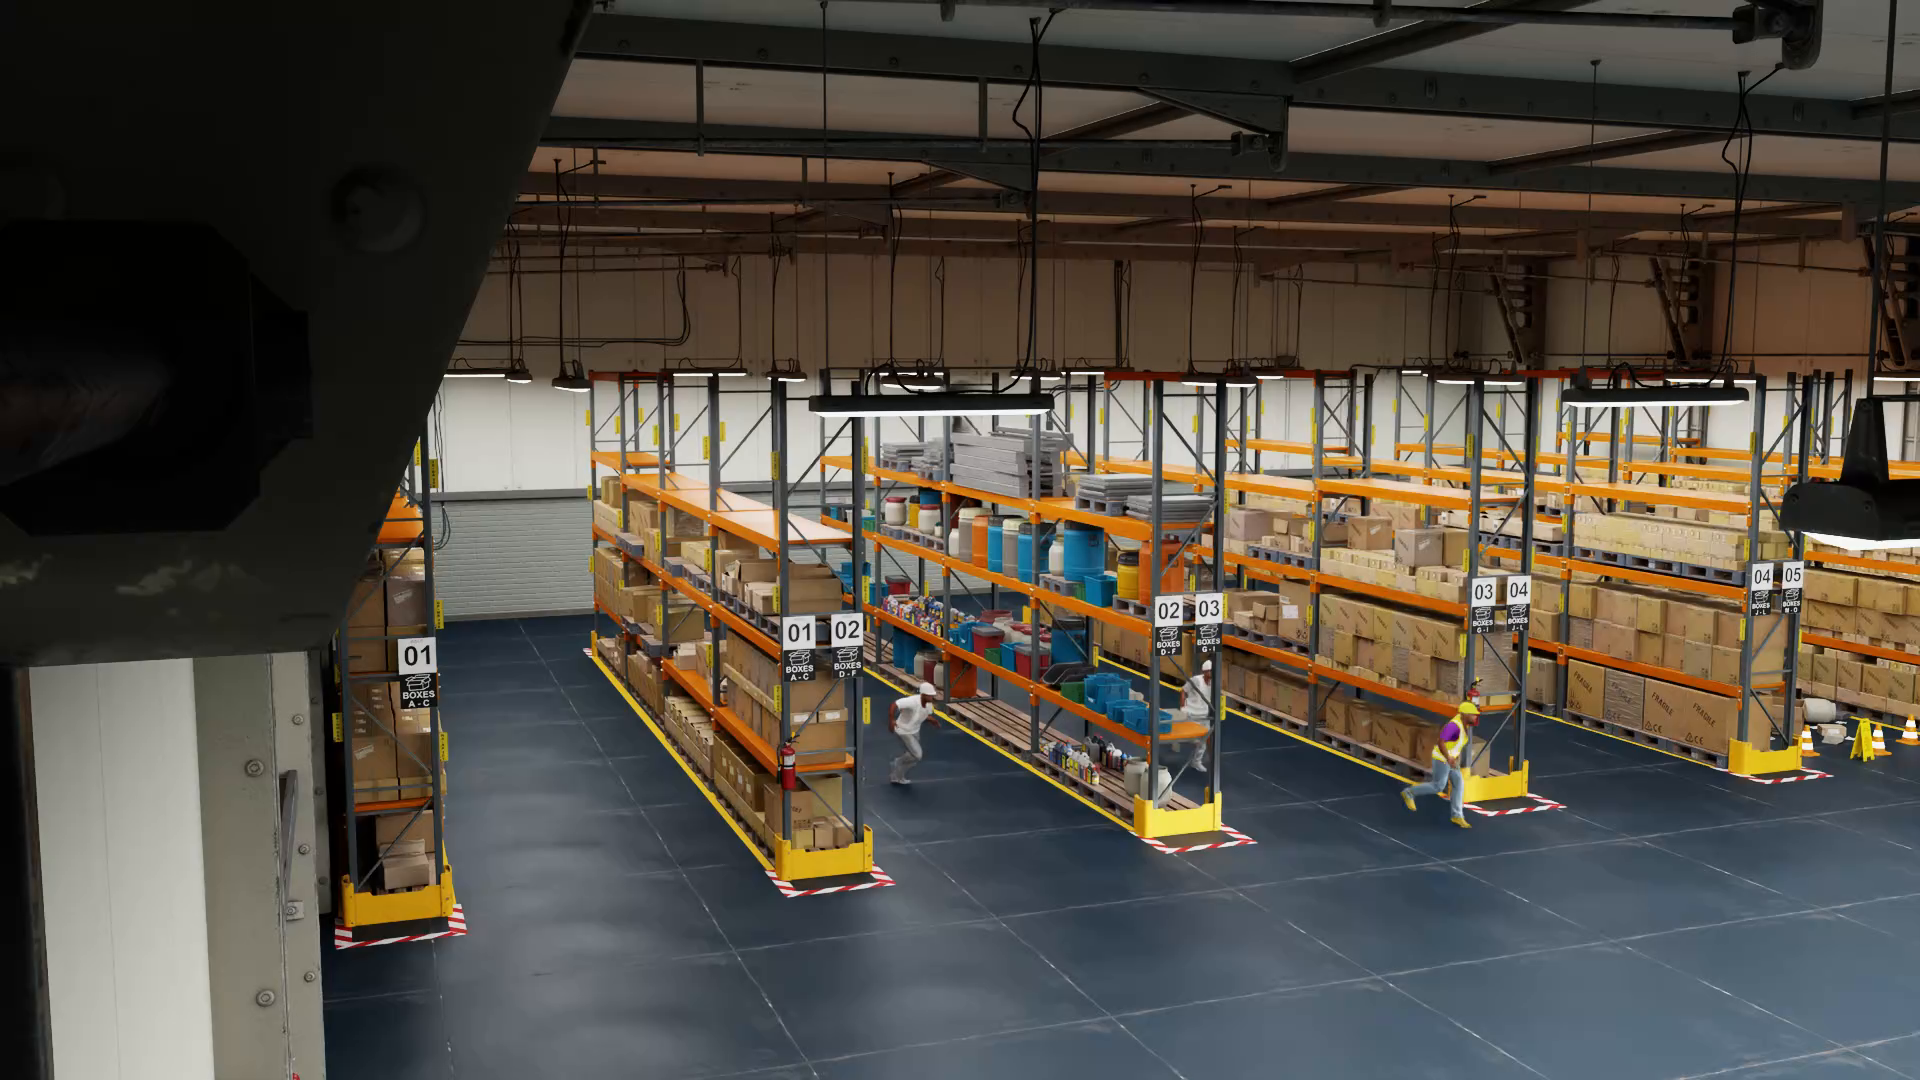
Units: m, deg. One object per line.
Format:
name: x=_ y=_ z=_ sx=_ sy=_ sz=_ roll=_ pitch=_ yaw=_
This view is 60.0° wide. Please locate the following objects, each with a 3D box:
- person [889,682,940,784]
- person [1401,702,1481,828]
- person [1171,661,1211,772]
person: x=-0.705 y=2.839 z=24.297 sx=0.837 sy=1.577 sz=0.735 roll=5 pitch=8 yaw=36
person: x=6.506 y=3.003 z=22.520 sx=1.024 sy=1.713 sz=0.721 roll=3 pitch=7 yaw=27
person: x=3.606 y=2.660 z=25.520 sx=0.681 sy=1.715 sz=0.879 roll=-6 pitch=9 yaw=-44
